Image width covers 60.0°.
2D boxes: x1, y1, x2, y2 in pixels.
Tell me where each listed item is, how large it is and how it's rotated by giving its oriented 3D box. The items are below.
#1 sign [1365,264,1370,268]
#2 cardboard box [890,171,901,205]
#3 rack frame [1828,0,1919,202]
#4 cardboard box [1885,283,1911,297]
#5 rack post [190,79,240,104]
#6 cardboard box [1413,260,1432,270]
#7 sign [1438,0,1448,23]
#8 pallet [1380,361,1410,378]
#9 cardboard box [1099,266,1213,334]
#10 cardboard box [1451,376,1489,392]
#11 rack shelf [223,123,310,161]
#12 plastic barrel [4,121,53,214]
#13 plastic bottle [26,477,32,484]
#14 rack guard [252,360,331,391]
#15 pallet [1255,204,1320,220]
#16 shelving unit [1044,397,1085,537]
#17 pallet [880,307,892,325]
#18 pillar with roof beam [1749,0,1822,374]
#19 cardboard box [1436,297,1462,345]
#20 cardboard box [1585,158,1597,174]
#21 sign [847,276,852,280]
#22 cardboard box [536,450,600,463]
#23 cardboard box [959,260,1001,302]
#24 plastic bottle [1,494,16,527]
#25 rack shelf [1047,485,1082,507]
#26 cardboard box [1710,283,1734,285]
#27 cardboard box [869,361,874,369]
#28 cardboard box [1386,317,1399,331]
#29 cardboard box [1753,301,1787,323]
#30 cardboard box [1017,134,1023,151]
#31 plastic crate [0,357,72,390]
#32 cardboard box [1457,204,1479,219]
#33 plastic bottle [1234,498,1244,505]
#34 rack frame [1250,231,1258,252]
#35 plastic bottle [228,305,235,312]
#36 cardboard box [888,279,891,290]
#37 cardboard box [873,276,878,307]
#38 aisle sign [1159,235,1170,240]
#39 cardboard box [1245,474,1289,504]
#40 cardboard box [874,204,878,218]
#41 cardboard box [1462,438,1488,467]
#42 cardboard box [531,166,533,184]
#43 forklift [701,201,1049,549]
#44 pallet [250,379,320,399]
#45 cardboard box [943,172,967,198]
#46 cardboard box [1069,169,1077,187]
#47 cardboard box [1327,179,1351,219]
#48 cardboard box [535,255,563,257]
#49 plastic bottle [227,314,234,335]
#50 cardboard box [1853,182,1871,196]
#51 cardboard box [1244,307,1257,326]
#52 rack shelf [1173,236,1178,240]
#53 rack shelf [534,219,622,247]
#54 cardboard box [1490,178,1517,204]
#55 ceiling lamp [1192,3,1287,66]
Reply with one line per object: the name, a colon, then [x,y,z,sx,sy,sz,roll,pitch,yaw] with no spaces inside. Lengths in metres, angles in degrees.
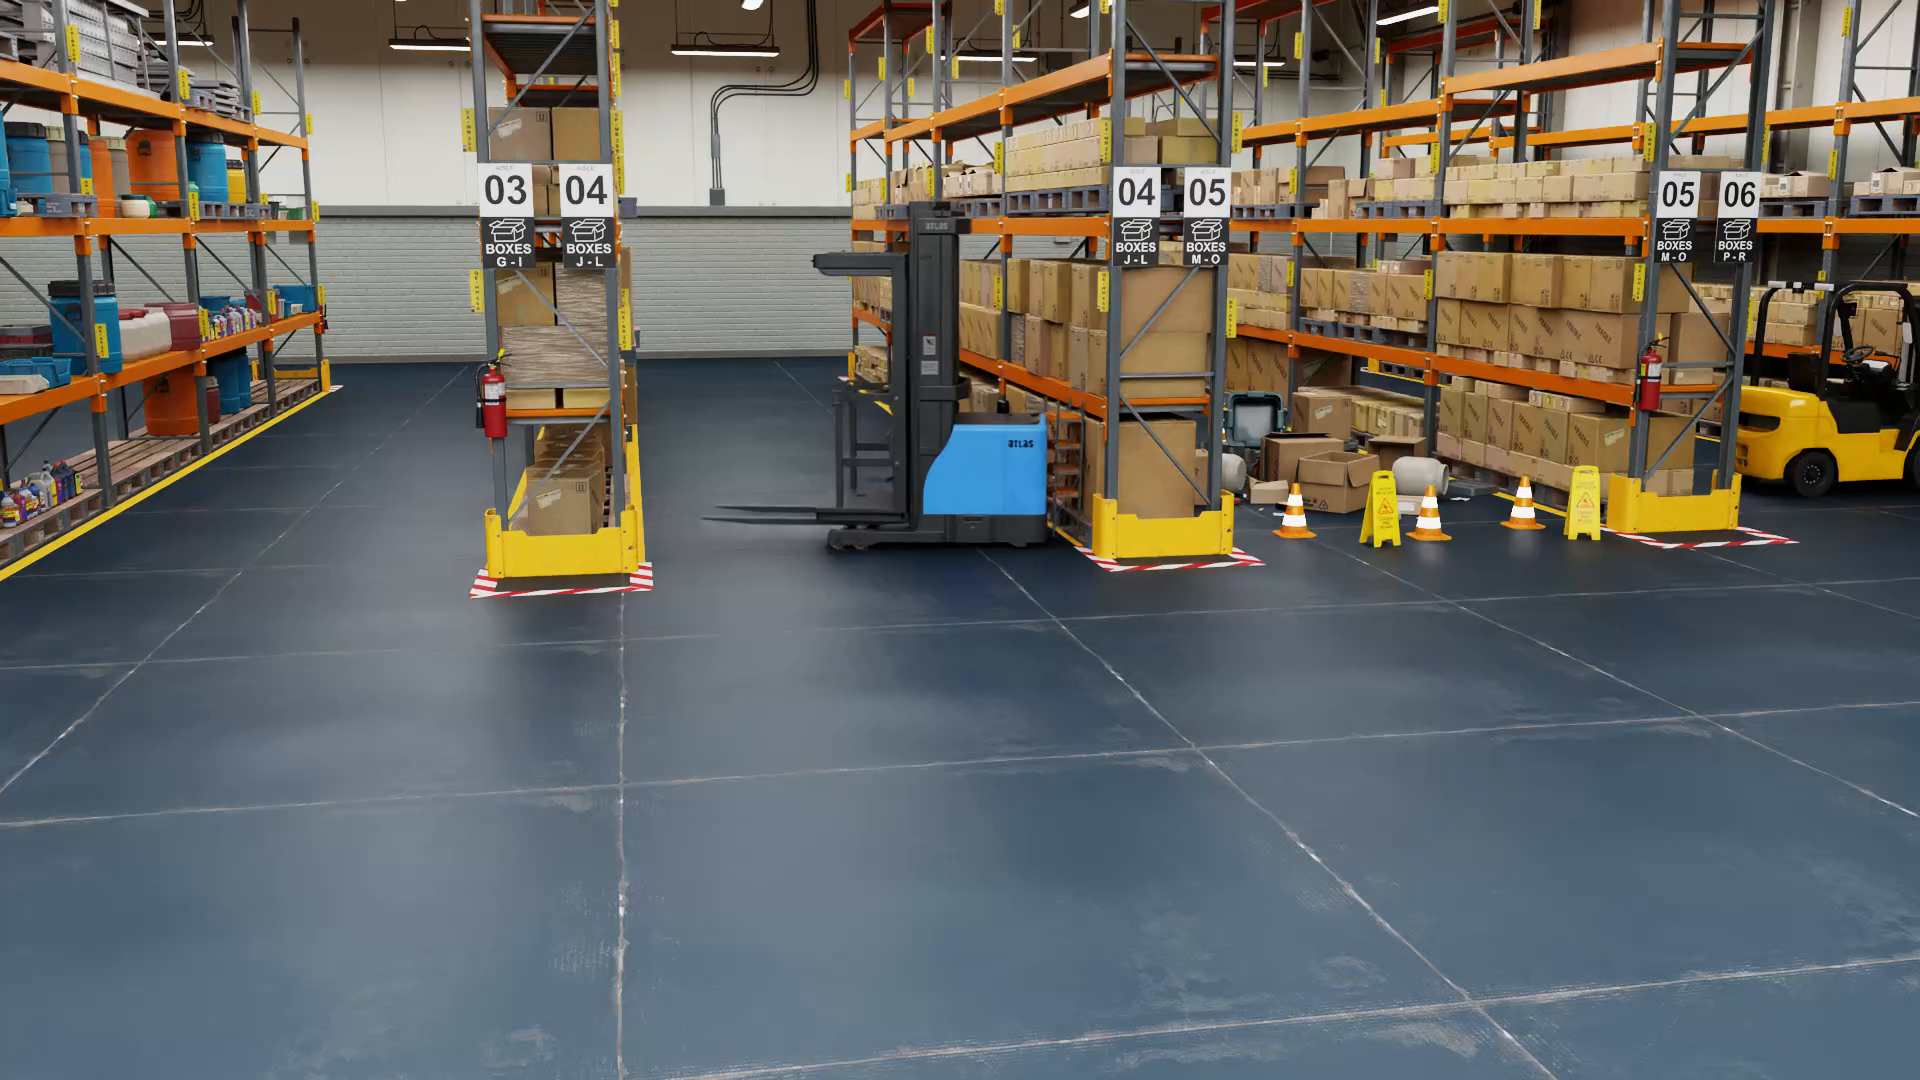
sign: [5.526,-3.589,22.646,0.100,0.325,0.005,-2,11,-11]
cardboard box: [-0.653,-5.228,24.730,0.700,0.500,0.500,-2,11,-11]
rack frame: [10.641,-5.432,19.171,1.000,3.000,0.127,-2,11,-11]
cardboard box: [10.559,-2.788,18.523,0.380,0.149,0.250,-2,11,-10]
rack post: [-10.229,-5.985,22.277,0.937,0.300,0.954,-2,11,-12]
cardboard box: [5.716,-3.319,20.190,0.380,0.149,0.250,-1,11,-8]
sign: [5.230,-5.767,18.005,0.100,0.325,0.005,-2,11,-11]
pallet: [8.478,-3.156,30.714,1.003,0.211,1.213,-2,11,-11]
cardboard box: [1.681,-2.046,14.132,0.875,0.550,0.550,-2,11,-11]
cardboard box: [5.588,-1.704,18.115,0.380,0.149,0.250,-2,11,-10]
rack shelf: [-10.751,-5.995,25.120,1.077,0.370,4.000,-2,11,-11]
plastic barrel: [-9.118,-3.569,16.061,0.600,0.901,0.708,-2,11,-11]
plastic bottle: [-8.393,-0.435,15.047,0.061,0.283,0.133,-2,11,-11]
rack guard: [-11.157,-2.740,27.757,1.175,0.500,0.348,-2,11,-11]
pallet: [4.818,-4.535,22.982,1.213,0.211,1.003,-2,11,-8]
shelving unit: [0.905,-0.654,14.774,0.258,1.200,0.503,0,8,-10]
pallet: [-0.613,-3.333,24.699,1.003,0.211,1.213,-2,11,-11]
pillar with roof beam: [6.778,-5.803,21.118,9.100,9.000,0.400,-2,11,-11]
cardboard box: [5.585,-2.408,18.265,0.500,0.500,0.500,-2,11,-11]
cardboard box: [6.117,-3.507,15.616,0.380,0.149,0.250,-2,11,-11]
sign: [-1.929,-4.712,29.115,0.100,0.325,0.005,-2,11,-11]
cardboard box: [-3.528,-0.527,15.007,0.500,0.500,0.500,-1,11,-6]
cardboard box: [0.337,-3.204,20.566,0.700,0.500,0.500,-2,11,-12]
plastic bottle: [-8.075,-0.250,14.106,0.097,0.271,0.097,0,11,0]
rack shelf: [0.897,-0.391,14.810,0.258,0.148,0.480,0,8,-10]
cardboard box: [10.392,-3.398,22.526,0.380,0.149,0.250,-2,11,-12]
cardboard box: [-1.326,-2.963,27.946,0.380,0.149,0.250,-3,11,-14]
cardboard box: [5.283,-2.566,19.706,0.380,0.149,0.250,-2,11,-12]
cardboard box: [10.188,-2.832,20.617,0.500,0.250,0.500,-2,11,-12]
cardboard box: [0.774,-3.930,16.451,0.380,0.149,0.250,-2,11,-12]
plastic crate: [-8.324,-1.497,14.939,0.499,0.251,0.616,-2,11,-11]
cardboard box: [5.587,-3.538,17.912,0.380,0.149,0.250,-2,11,-11]
plastic bottle: [2.683,-0.384,16.548,0.283,0.061,0.133,-6,13,-31]
rack frame: [4.217,-3.771,26.488,1.000,3.000,0.127,-2,11,-11]
plastic bottle: [-10.004,-3.045,22.803,0.144,0.351,0.185,-2,11,-11]
cardboard box: [-0.840,-3.715,24.150,0.380,0.149,0.250,-2,11,-12]
cardboard box: [-1.090,-3.942,26.321,0.500,0.500,0.500,-2,11,-13]
aisle sign: [3.729,-5.807,30.228,0.394,0.787,0.004,-2,11,-11]
cardboard box: [3.078,-0.514,16.688,0.396,0.266,0.258,0,11,-1]
cardboard box: [-1.065,-5.145,26.083,0.500,0.250,0.500,-2,11,-11]
cardboard box: [5.738,-0.944,17.865,0.500,0.250,0.500,-1,11,-8]
cardboard box: [-3.530,-2.845,12.936,0.380,0.149,0.250,-2,11,-11]
forklift: [-0.736,-1.458,14.520,3.031,2.935,1.130,1,11,3]
pallet: [-11.018,-2.442,26.962,1.003,0.211,1.213,-2,11,-11]
cardboard box: [0.084,-4.384,20.531,0.500,0.311,0.500,-2,11,-11]
cardboard box: [1.171,-3.166,14.566,0.380,0.149,0.250,-2,11,-10]
cardboard box: [5.170,-4.386,21.429,0.700,0.500,0.500,-2,11,-11]
cardboard box: [-4.011,-2.447,15.792,0.500,0.500,0.500,-2,11,-11]
plastic bottle: [-9.638,-2.846,21.936,0.061,0.283,0.133,-2,11,-11]
cardboard box: [10.431,-3.997,18.936,0.380,0.149,0.250,-2,11,-10]
cardboard box: [4.445,-3.233,24.063,0.500,0.250,0.500,-2,11,-12]
rack shelf: [3.828,-5.258,28.202,1.077,0.370,4.000,-2,11,-11]
rack shelf: [-4.337,-3.431,18.600,1.077,0.370,4.000,-2,11,-11]
cardboard box: [5.784,-3.573,17.029,0.500,0.250,0.500,-2,11,-10]
ceiling lamp: [5.502,-10.908,32.326,2.000,3.185,0.800,-2,11,-11]
